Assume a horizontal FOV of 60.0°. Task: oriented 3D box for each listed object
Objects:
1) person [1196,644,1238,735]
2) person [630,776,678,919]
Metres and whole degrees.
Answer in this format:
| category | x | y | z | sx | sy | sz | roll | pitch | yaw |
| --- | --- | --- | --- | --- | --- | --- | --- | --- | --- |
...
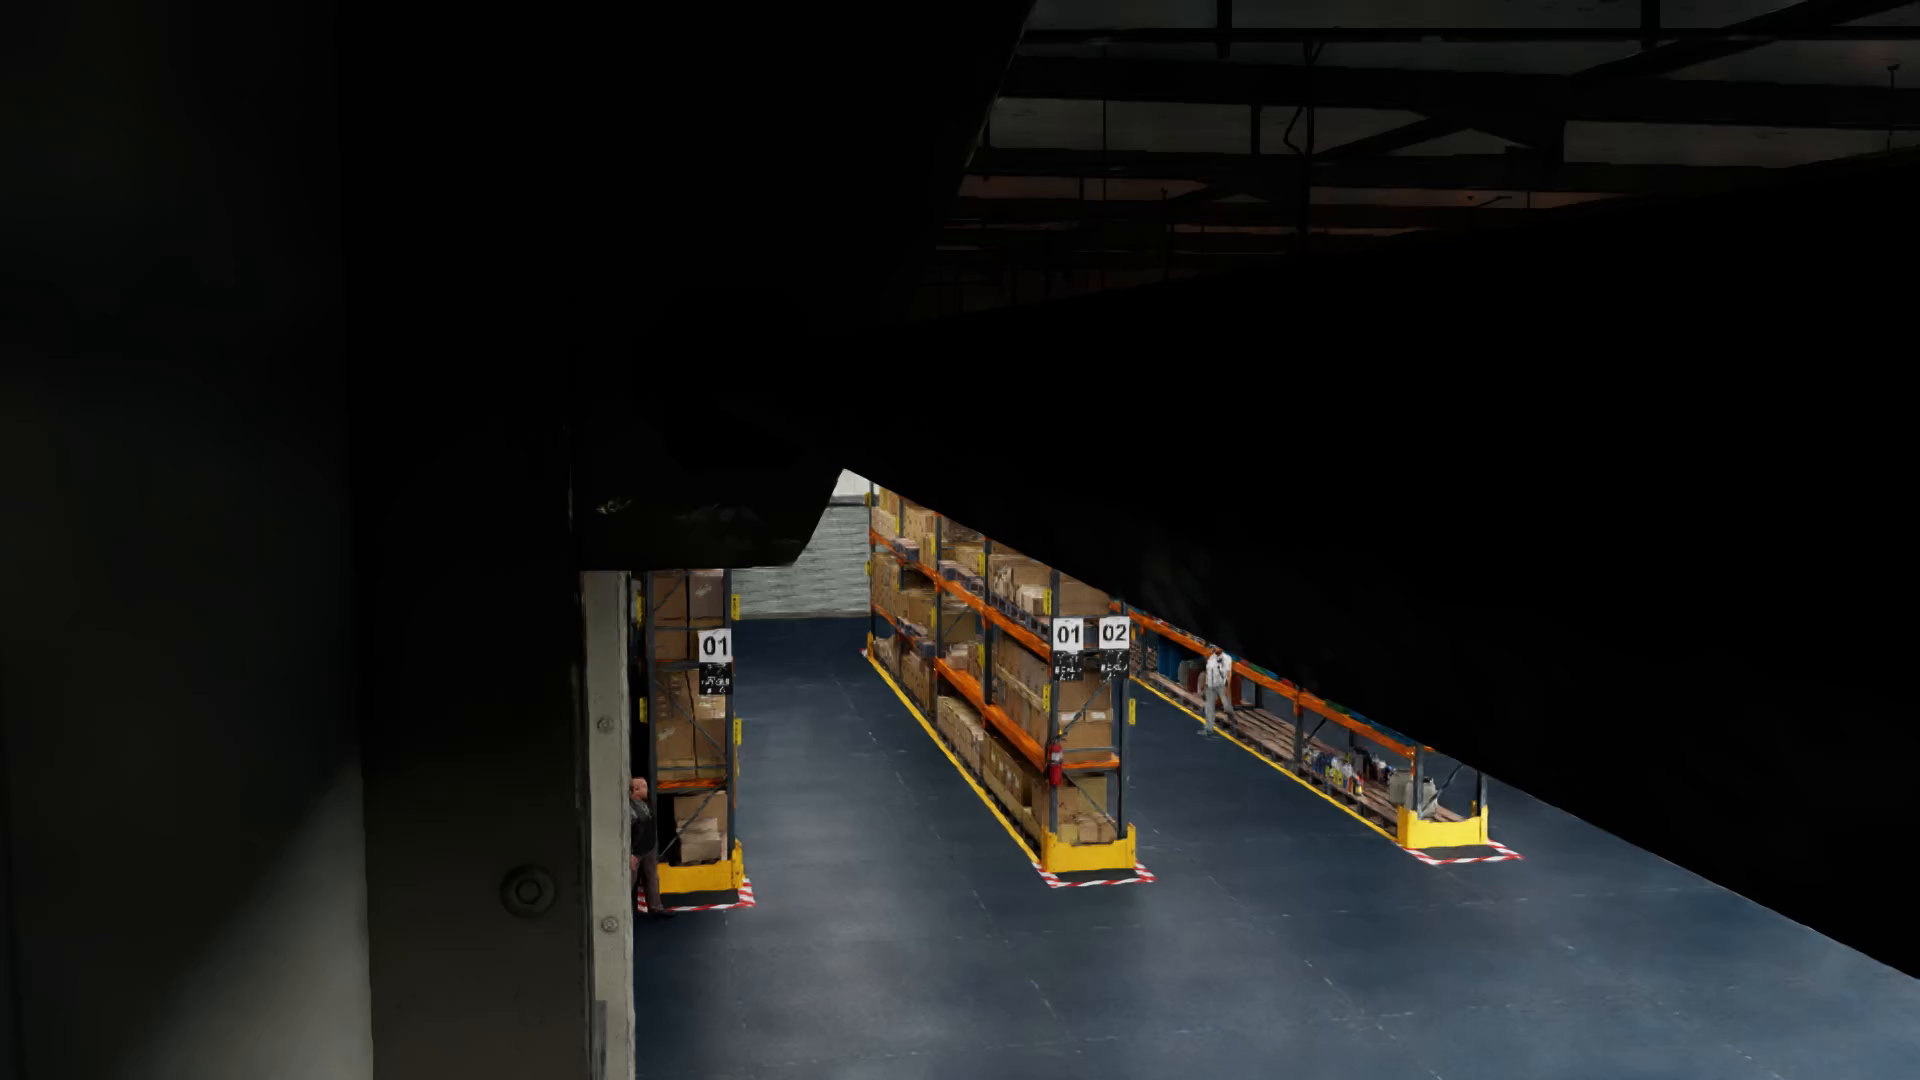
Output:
| category | x | y | z | sx | sy | sz | roll | pitch | yaw |
| --- | --- | --- | --- | --- | --- | --- | --- | --- | --- |
| person | 4.426 | 2.523 | 28.655 | 0.708 | 1.642 | 0.653 | 6 | 8 | 43 |
| person | -3.612 | 3.504 | 18.804 | 0.531 | 1.714 | 0.723 | 3 | 6 | 23 |
